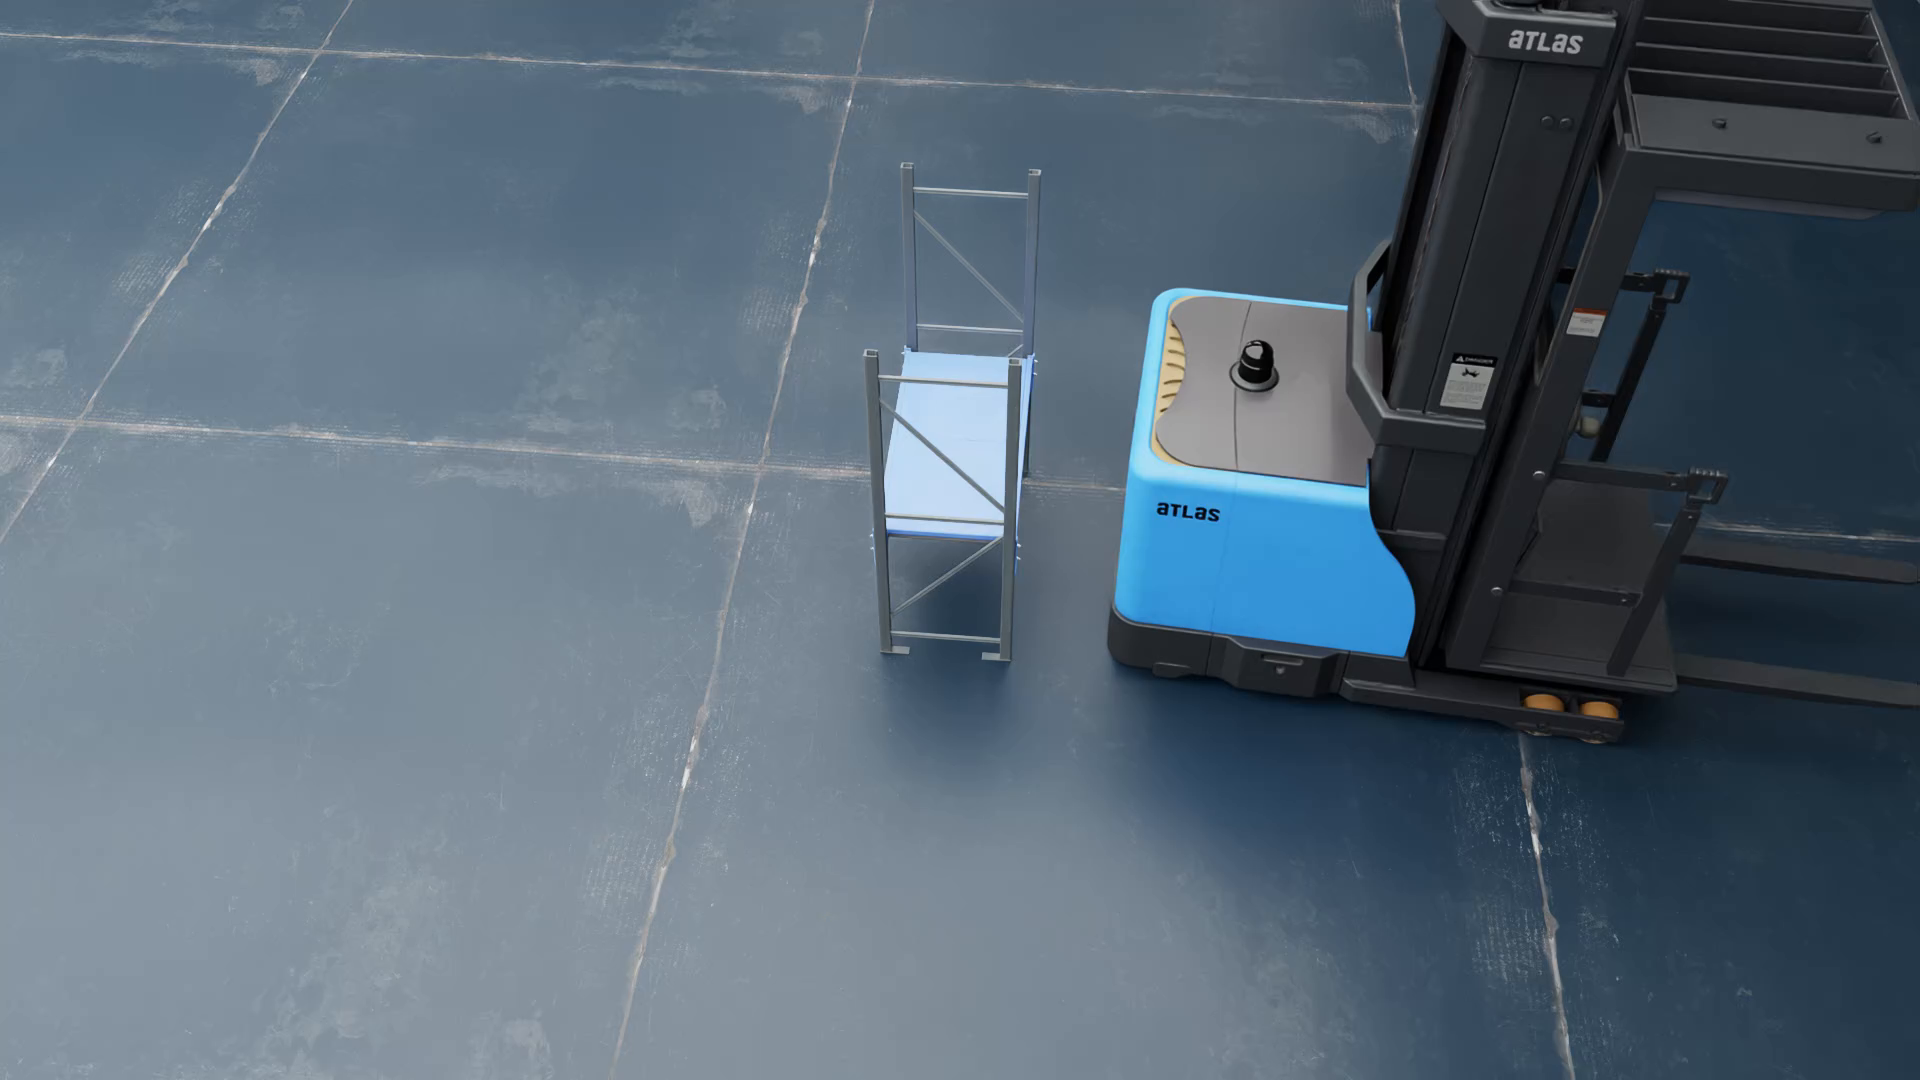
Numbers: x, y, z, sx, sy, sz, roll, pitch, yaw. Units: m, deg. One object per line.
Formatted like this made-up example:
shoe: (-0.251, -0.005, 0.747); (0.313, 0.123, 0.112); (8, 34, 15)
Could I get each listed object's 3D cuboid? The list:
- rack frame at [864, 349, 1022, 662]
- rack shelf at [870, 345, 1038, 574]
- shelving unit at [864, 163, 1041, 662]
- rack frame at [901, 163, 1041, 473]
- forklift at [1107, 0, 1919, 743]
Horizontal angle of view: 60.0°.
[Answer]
rack frame: (-0.054, -0.070, 5.798); (0.500, 1.500, 0.032); (4, 48, 4)
rack shelf: (-0.008, -0.322, 6.272); (0.538, 0.185, 1.000); (4, 48, 4)
shelving unit: (-0.008, -0.443, 6.139); (0.538, 1.500, 1.048); (4, 48, 4)
rack frame: (0.039, -0.817, 6.481); (0.500, 1.500, 0.032); (4, 48, 4)
forklift: (2.121, -0.673, 5.380); (3.031, 2.935, 1.130); (7, 48, 7)
